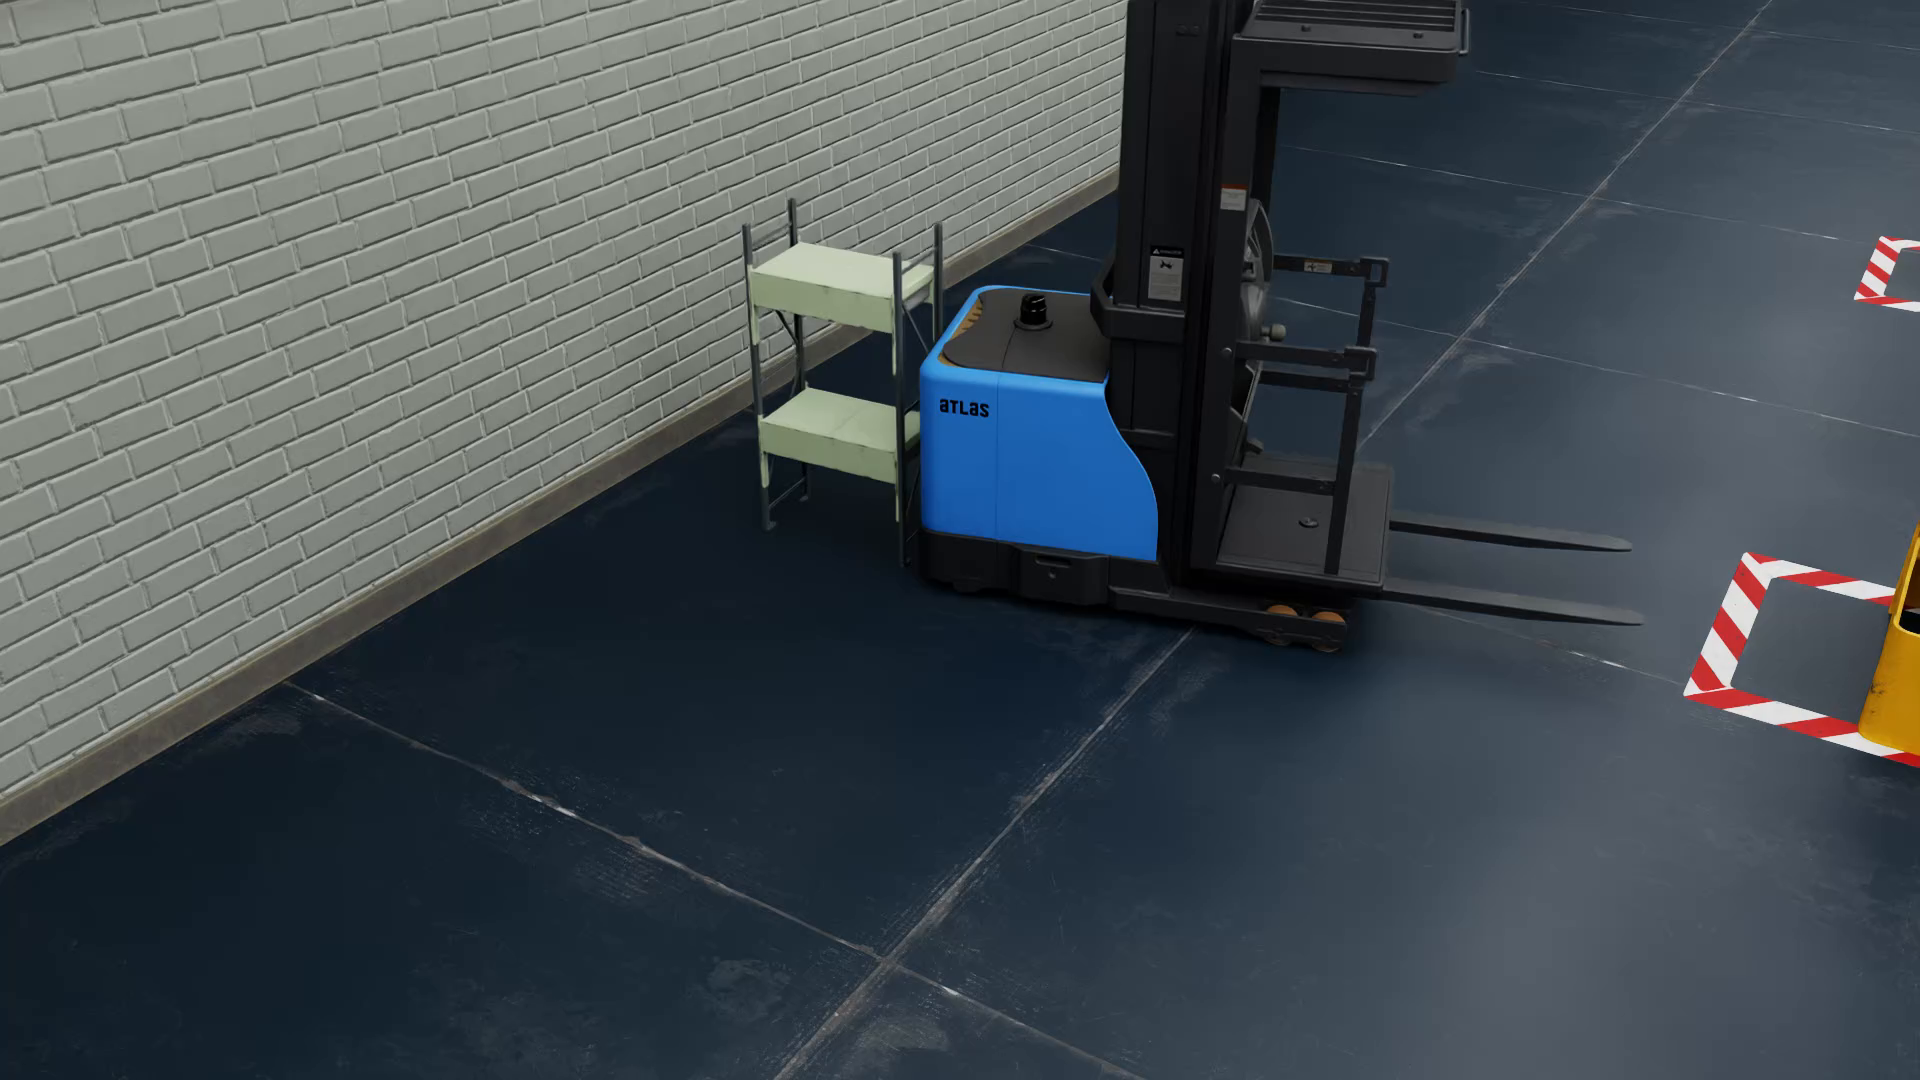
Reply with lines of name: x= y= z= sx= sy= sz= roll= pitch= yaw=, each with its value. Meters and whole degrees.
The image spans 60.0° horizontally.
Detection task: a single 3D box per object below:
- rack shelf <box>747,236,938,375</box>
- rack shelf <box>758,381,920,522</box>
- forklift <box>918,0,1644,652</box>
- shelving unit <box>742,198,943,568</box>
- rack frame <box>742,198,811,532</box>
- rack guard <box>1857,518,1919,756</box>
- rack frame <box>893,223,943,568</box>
rack shelf: x=-0.501 y=-1.032 z=7.256 sx=0.720 sy=0.370 sz=0.431 roll=14 pitch=33 yaw=23
rack shelf: x=-0.501 y=-0.413 z=7.617 sx=0.720 sy=0.370 sz=0.431 roll=14 pitch=33 yaw=23
forklift: x=1.392 y=-1.096 z=6.720 sx=3.031 sy=2.935 sz=1.130 roll=8 pitch=31 yaw=13
shelving unit: x=-0.501 y=-0.695 z=7.453 sx=0.755 sy=1.500 sz=0.431 roll=14 pitch=33 yaw=23
rack frame: x=-0.827 y=-0.779 z=7.596 sx=0.023 sy=1.500 sz=0.400 roll=14 pitch=33 yaw=23
rack guard: x=3.925 y=0.344 z=6.664 sx=0.348 sy=0.500 sz=1.175 roll=18 pitch=35 yaw=27
rack frame: x=-0.175 y=-0.611 z=7.310 sx=0.023 sy=1.500 sz=0.400 roll=14 pitch=33 yaw=23
